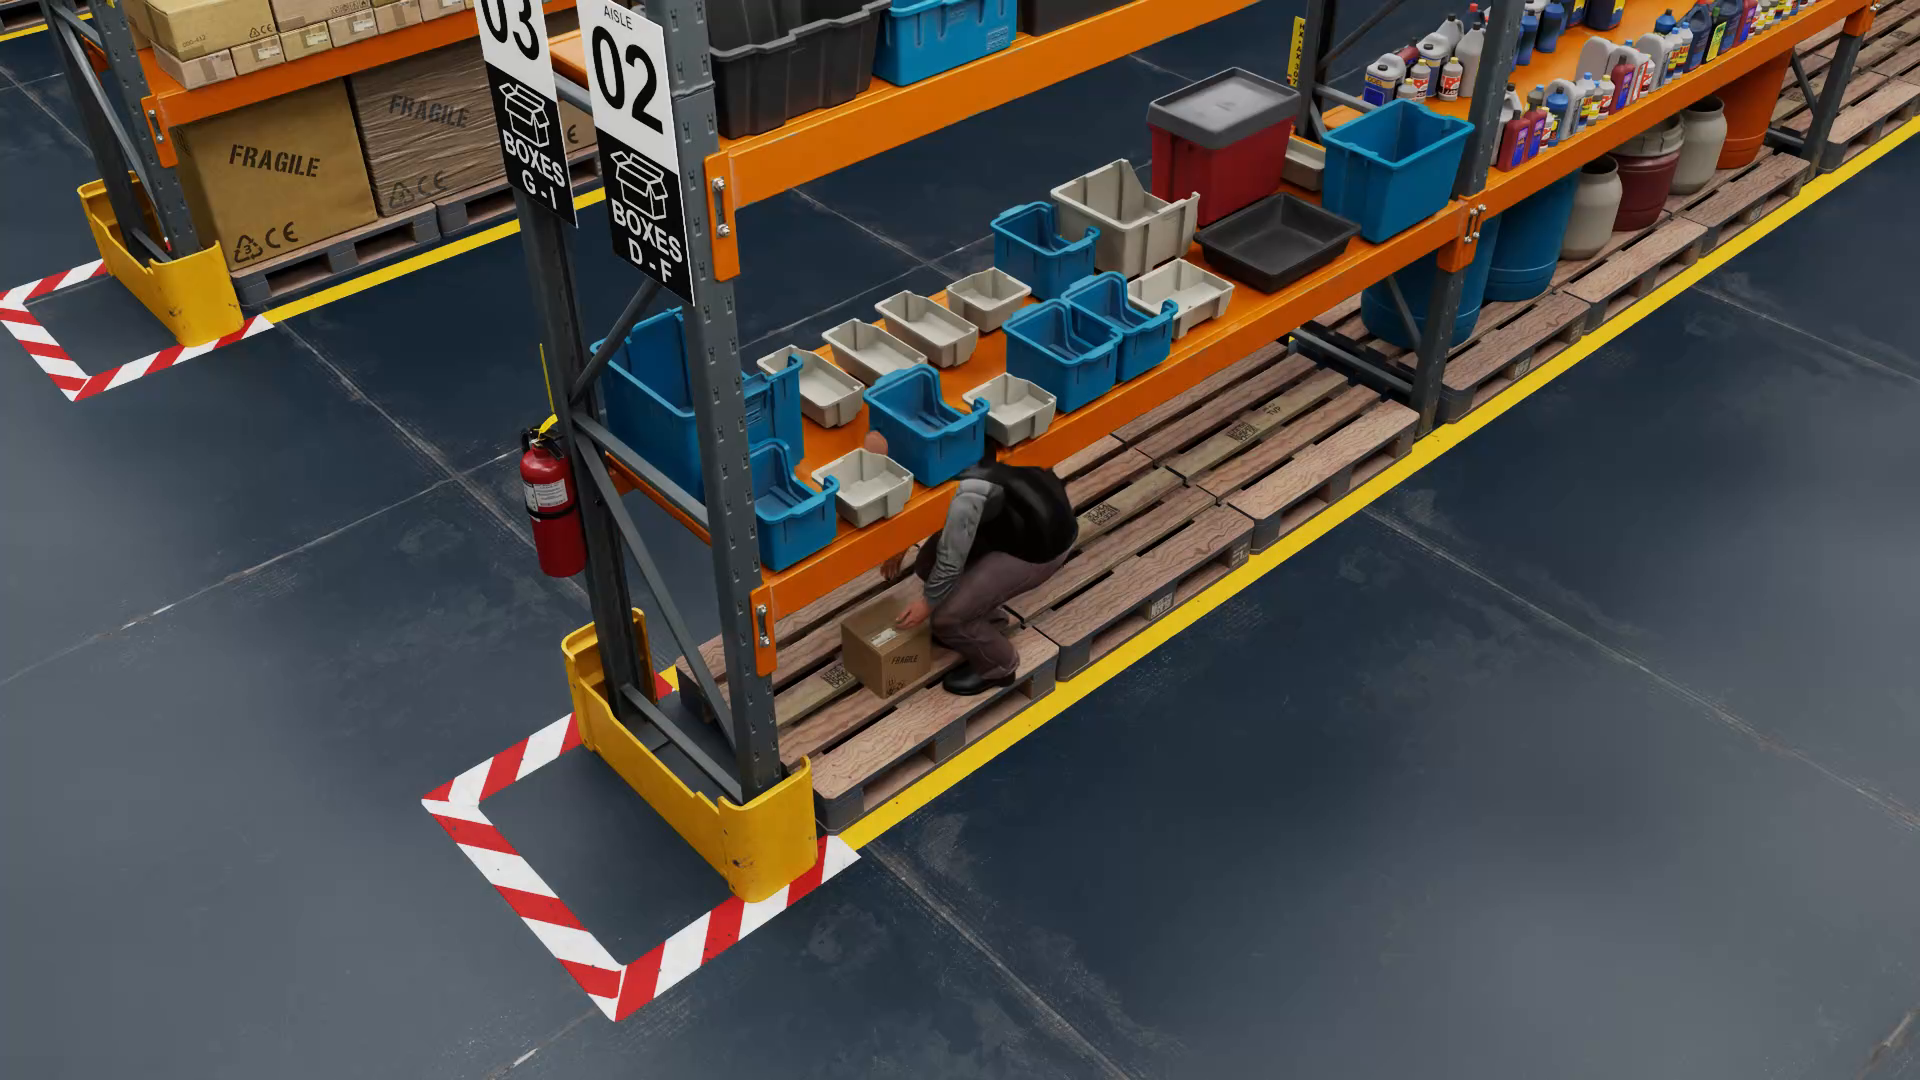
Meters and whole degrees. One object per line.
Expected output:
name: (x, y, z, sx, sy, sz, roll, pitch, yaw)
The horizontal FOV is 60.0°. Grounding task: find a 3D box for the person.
person: (0.046, 0.026, 6.224, 0.783, 1.255, 0.584, -7, 40, -8)
